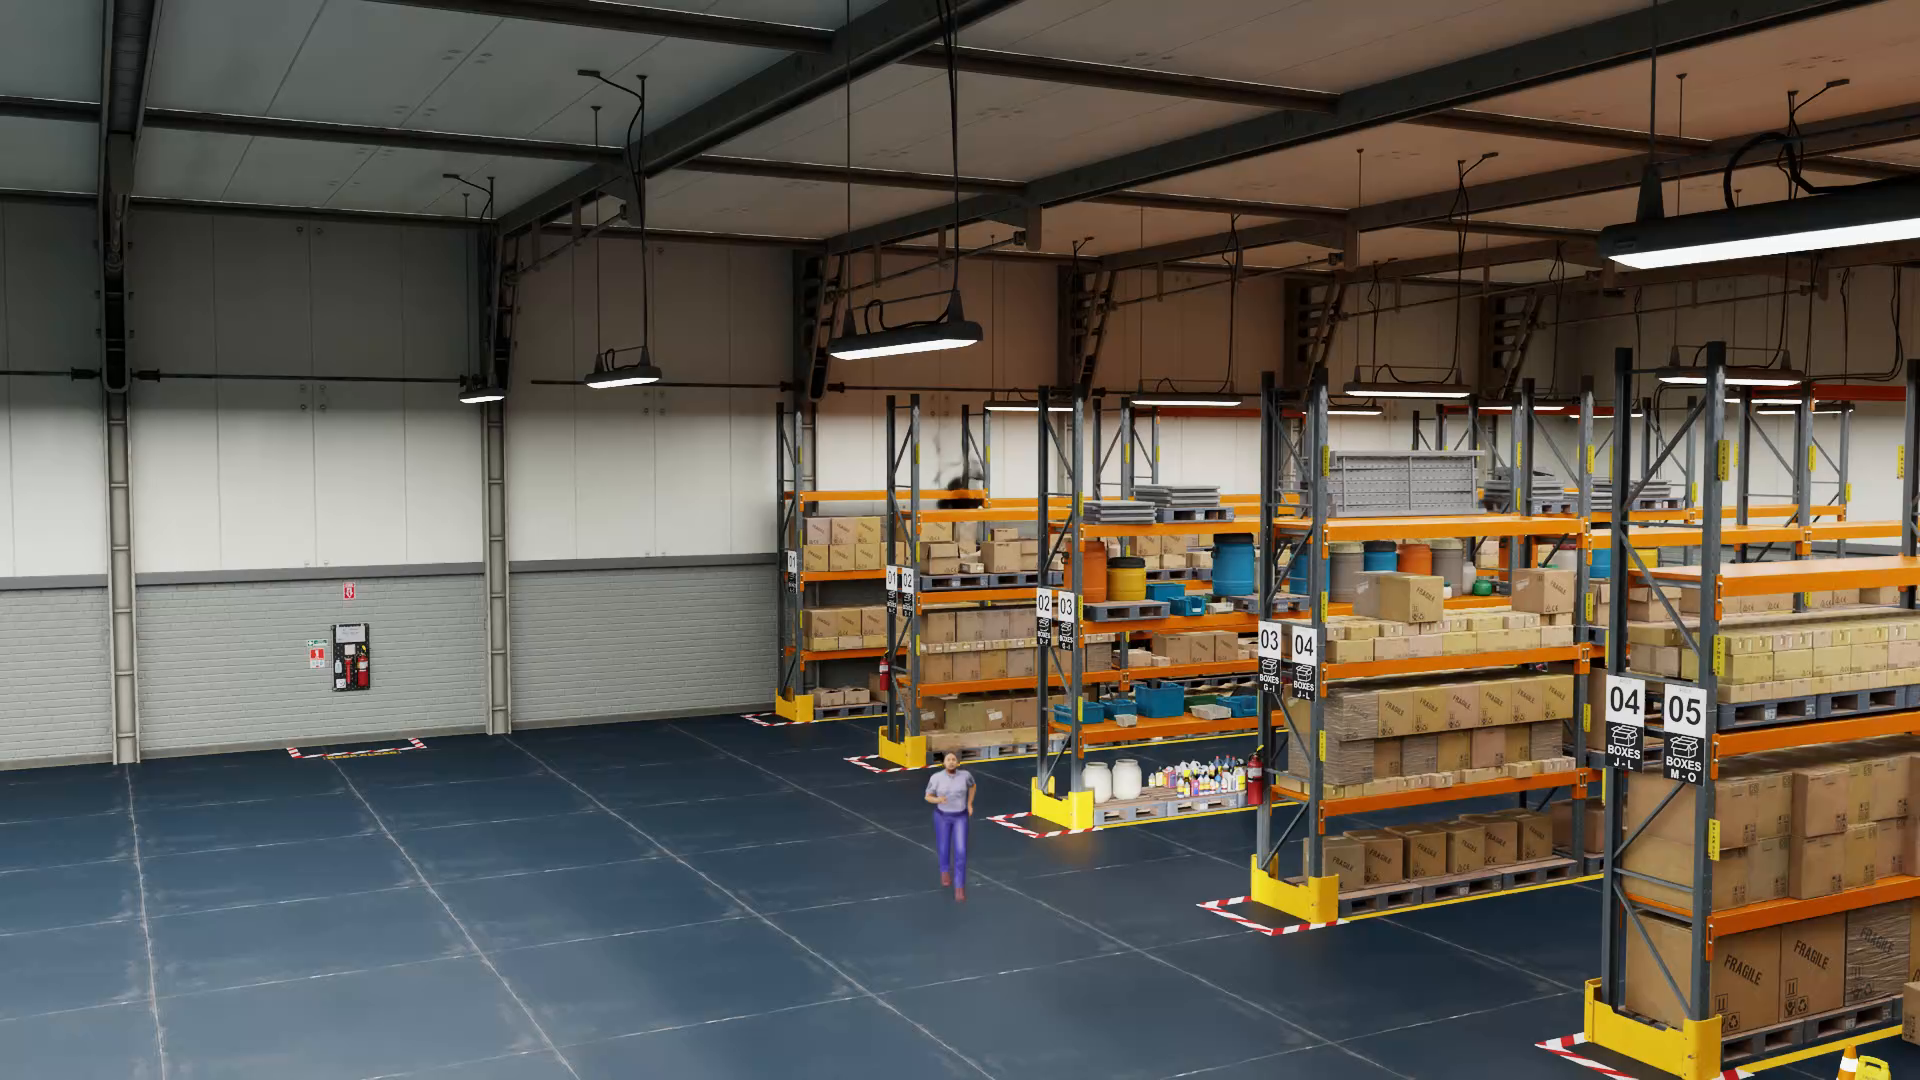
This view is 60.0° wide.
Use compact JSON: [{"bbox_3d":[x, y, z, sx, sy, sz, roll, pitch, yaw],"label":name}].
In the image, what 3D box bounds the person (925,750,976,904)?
[{"bbox_3d":[-0.105,3.249,19.100,0.598,1.660,0.874,0,3,-2],"label":"person"}]
